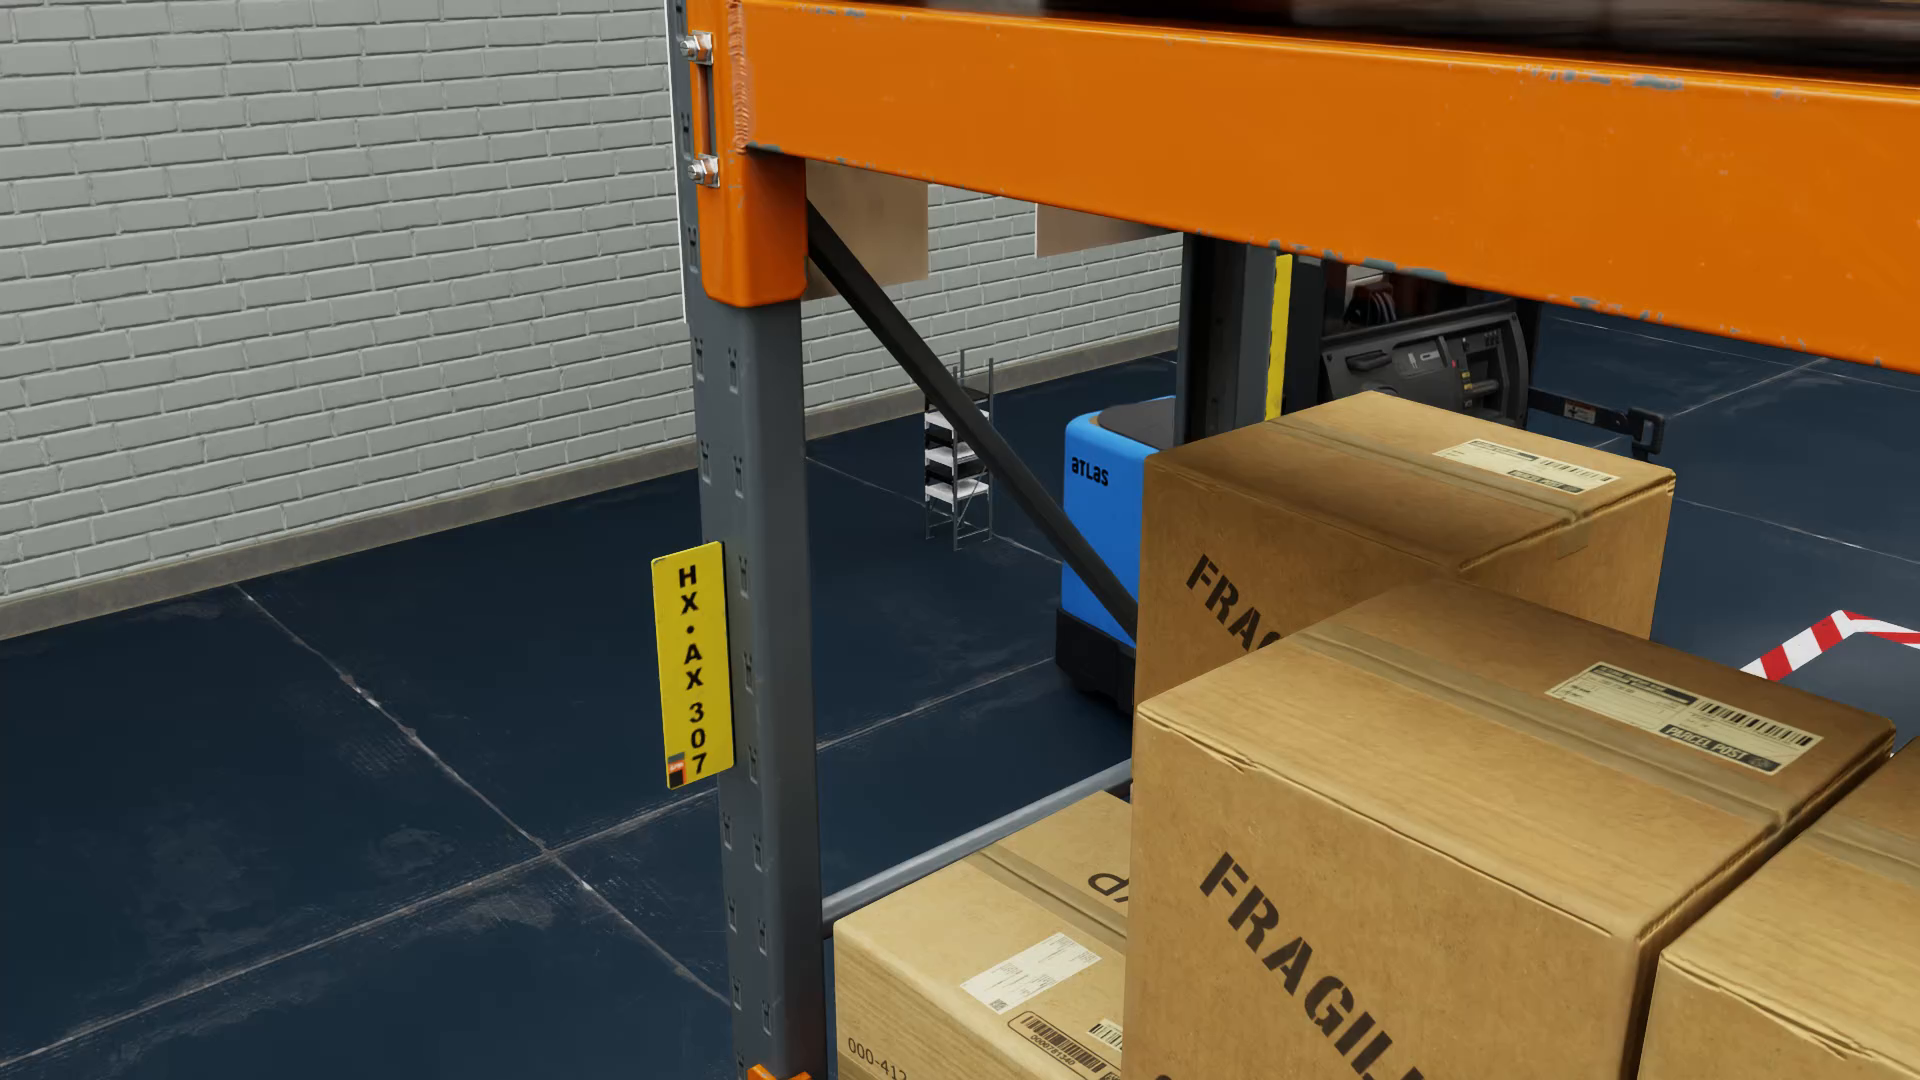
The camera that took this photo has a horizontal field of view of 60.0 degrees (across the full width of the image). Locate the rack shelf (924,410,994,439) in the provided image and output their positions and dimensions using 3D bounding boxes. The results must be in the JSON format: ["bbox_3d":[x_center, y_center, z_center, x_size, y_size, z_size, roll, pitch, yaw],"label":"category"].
[{"bbox_3d":[-0.005,-0.558,7.772,0.258,0.077,0.200,-17,27,-37],"label":"rack shelf"}]

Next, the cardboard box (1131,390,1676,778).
[{"bbox_3d":[0.597,0.129,2.312,0.500,0.500,0.500,-17,27,-37],"label":"cardboard box"}]

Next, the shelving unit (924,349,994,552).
[{"bbox_3d":[-0.005,-0.421,7.826,0.258,0.900,0.210,-17,27,-37],"label":"shelving unit"}]

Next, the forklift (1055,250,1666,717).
[{"bbox_3d":[1.632,-0.484,5.201,1.130,2.935,3.031,-14,26,-32],"label":"forklift"}]

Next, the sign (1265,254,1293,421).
[{"bbox_3d":[0.500,-0.300,2.725,0.100,0.325,0.005,-17,27,-37],"label":"sign"}]

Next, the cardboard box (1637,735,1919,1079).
[{"bbox_3d":[0.858,0.533,1.279,0.500,0.500,0.500,-18,28,-39],"label":"cardboard box"}]

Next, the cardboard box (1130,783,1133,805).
[{"bbox_3d":[0.597,0.476,2.452,0.500,0.250,0.500,-18,28,-38],"label":"cardboard box"}]

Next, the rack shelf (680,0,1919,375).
[{"bbox_3d":[1.385,-0.035,0.833,1.077,0.370,4.000,-17,27,-37],"label":"rack shelf"}]

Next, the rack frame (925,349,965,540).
[{"bbox_3d":[-0.072,-0.449,7.897,0.240,0.900,0.006,-17,27,-37],"label":"rack frame"}]

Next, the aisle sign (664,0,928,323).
[{"bbox_3d":[-0.194,-0.685,2.054,0.394,0.787,0.004,-17,27,-37],"label":"aisle sign"}]

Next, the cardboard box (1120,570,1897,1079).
[{"bbox_3d":[0.515,0.392,1.641,0.500,0.500,0.500,-18,28,-39],"label":"cardboard box"}]

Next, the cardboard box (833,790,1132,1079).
[{"bbox_3d":[0.189,0.603,2.130,0.500,0.250,0.500,-18,28,-39],"label":"cardboard box"}]

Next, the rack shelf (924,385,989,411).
[{"bbox_3d":[-0.005,-0.642,7.739,0.258,0.077,0.200,-17,27,-37],"label":"rack shelf"}]

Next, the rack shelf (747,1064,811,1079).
[{"bbox_3d":[1.385,1.362,1.380,1.077,0.370,4.000,-17,27,-37],"label":"rack shelf"}]

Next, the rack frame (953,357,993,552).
[{"bbox_3d":[0.061,-0.393,7.754,0.240,0.900,0.006,-17,27,-37],"label":"rack frame"}]

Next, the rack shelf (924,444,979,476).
[{"bbox_3d":[-0.005,-0.390,7.838,0.258,0.077,0.200,-17,27,-37],"label":"rack shelf"}]

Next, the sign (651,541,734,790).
[{"bbox_3d":[-0.345,0.165,2.154,0.100,0.325,0.005,-17,27,-37],"label":"sign"}]

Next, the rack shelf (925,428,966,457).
[{"bbox_3d":[-0.005,-0.474,7.805,0.258,0.077,0.200,-17,27,-37],"label":"rack shelf"}]

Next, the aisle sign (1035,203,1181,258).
[{"bbox_3d":[0.260,-0.827,2.419,0.394,0.787,0.004,-17,27,-37],"label":"aisle sign"}]

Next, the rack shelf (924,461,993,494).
[{"bbox_3d":[-0.005,-0.306,7.871,0.258,0.077,0.200,-17,27,-37],"label":"rack shelf"}]

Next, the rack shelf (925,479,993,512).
[{"bbox_3d":[-0.005,-0.223,7.903,0.258,0.077,0.200,-17,27,-37],"label":"rack shelf"}]
